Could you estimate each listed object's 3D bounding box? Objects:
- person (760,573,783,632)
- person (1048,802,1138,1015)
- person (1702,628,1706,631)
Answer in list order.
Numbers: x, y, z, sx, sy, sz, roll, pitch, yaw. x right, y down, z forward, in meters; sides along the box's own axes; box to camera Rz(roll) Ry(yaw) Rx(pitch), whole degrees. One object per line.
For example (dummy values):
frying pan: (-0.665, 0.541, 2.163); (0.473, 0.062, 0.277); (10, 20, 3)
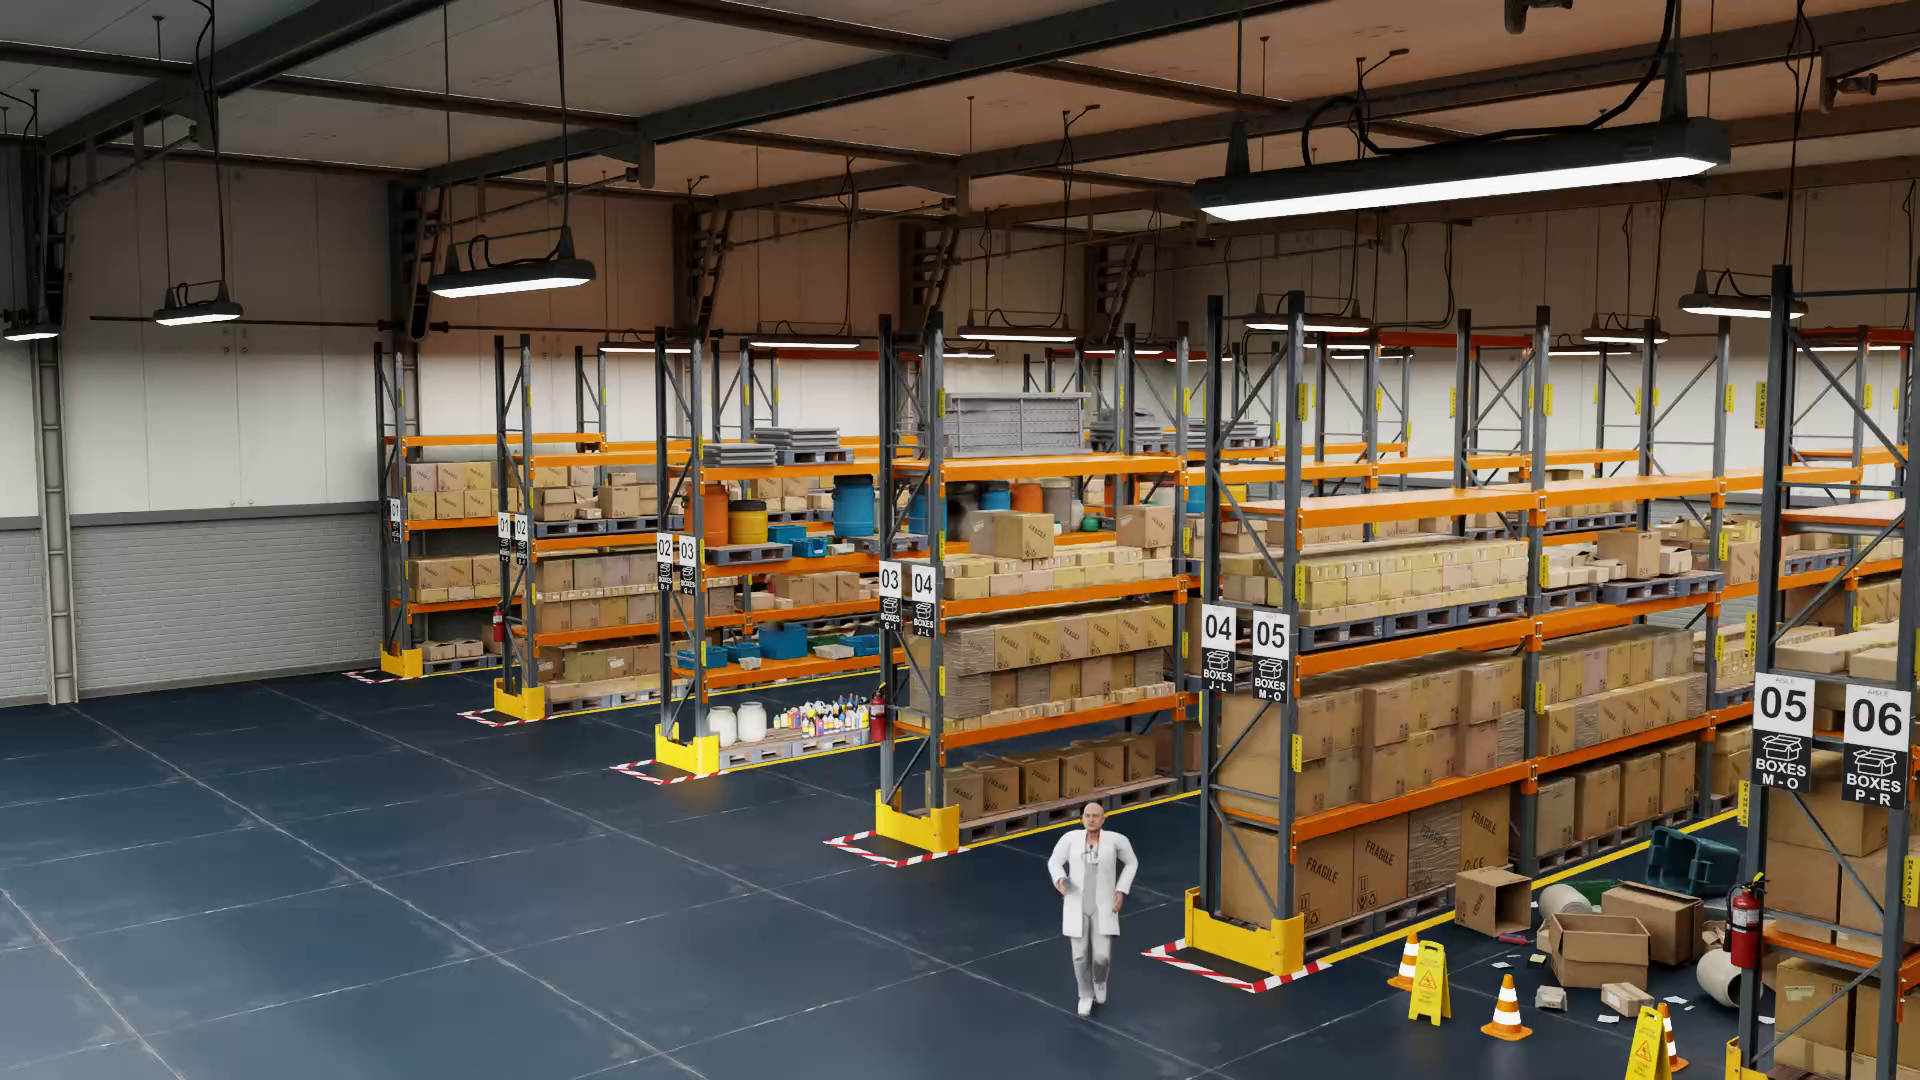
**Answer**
person: (-3.538, 1.505, 31.405); (0.647, 1.638, 0.653); (-4, 7, -38)
person: (1.076, 3.050, 13.770); (0.738, 1.750, 0.636); (1, 5, 13)
person: (10.897, 2.107, 24.093); (0.635, 1.758, 0.651); (-4, 7, -40)
